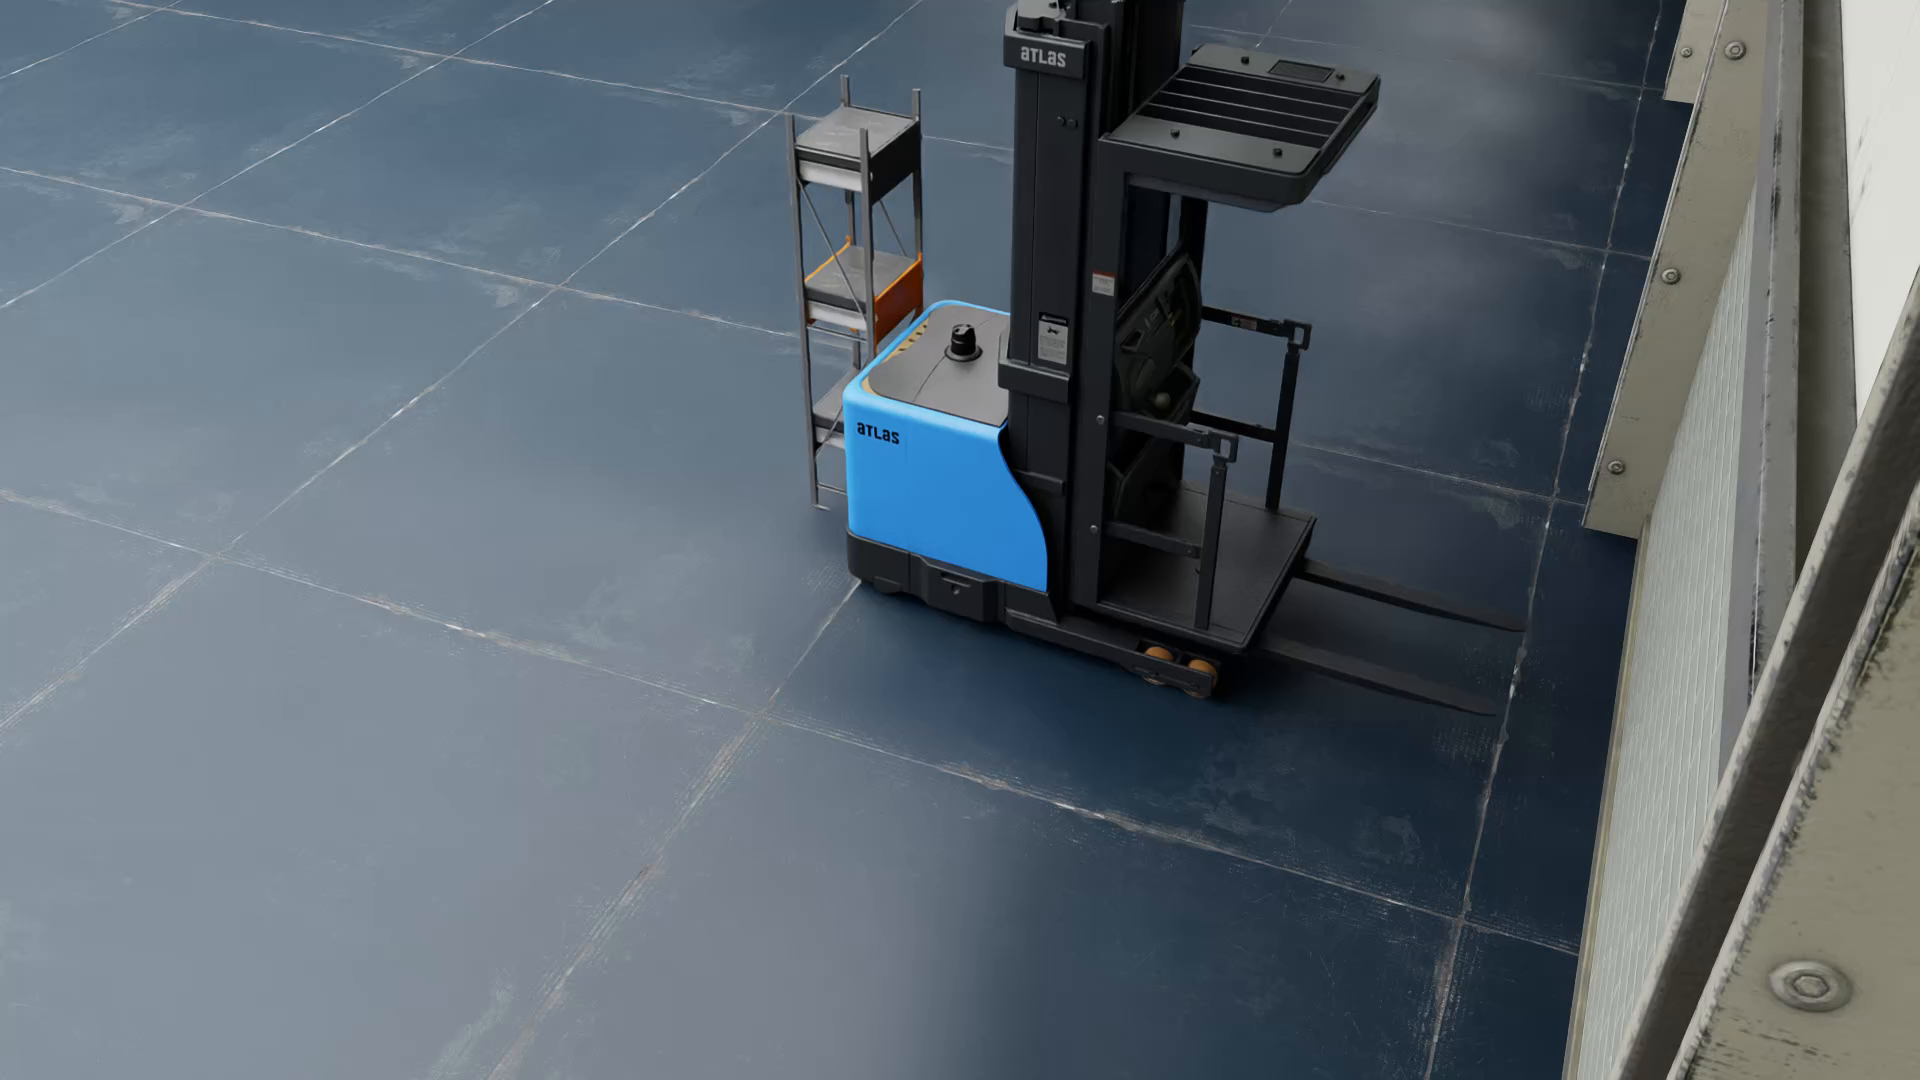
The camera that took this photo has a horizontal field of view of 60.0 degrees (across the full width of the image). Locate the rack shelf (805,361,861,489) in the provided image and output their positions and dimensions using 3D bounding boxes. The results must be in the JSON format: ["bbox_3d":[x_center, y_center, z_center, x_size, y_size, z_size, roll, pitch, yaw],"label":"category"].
[{"bbox_3d":[-0.468,-0.522,8.386,0.431,0.518,0.480,16,40,21],"label":"rack shelf"}]

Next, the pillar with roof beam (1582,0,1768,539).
[{"bbox_3d":[-0.646,-4.727,7.058,9.100,9.000,0.400,14,39,18],"label":"pillar with roof beam"}]

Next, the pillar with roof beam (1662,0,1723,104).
[{"bbox_3d":[1.637,-8.049,11.502,9.100,9.000,0.400,14,39,18],"label":"pillar with roof beam"}]

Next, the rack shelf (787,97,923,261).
[{"bbox_3d":[-0.468,-1.643,7.548,0.431,0.518,0.480,16,40,21],"label":"rack shelf"}]

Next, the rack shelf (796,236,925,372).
[{"bbox_3d":[-0.468,-1.083,7.967,0.431,0.518,0.480,16,40,21],"label":"rack shelf"}]

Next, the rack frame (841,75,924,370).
[{"bbox_3d":[-0.360,-1.225,8.135,0.400,2.100,0.015,16,40,21],"label":"rack frame"}]

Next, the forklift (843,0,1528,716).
[{"bbox_3d":[1.017,-0.845,6.933,3.031,2.935,1.130,16,40,21],"label":"forklift"}]

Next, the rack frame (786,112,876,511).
[{"bbox_3d":[-0.575,-0.962,7.784,0.400,2.100,0.015,16,40,21],"label":"rack frame"}]

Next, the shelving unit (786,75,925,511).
[{"bbox_3d":[-0.468,-1.094,7.959,0.431,2.100,0.503,16,40,21],"label":"shelving unit"}]
